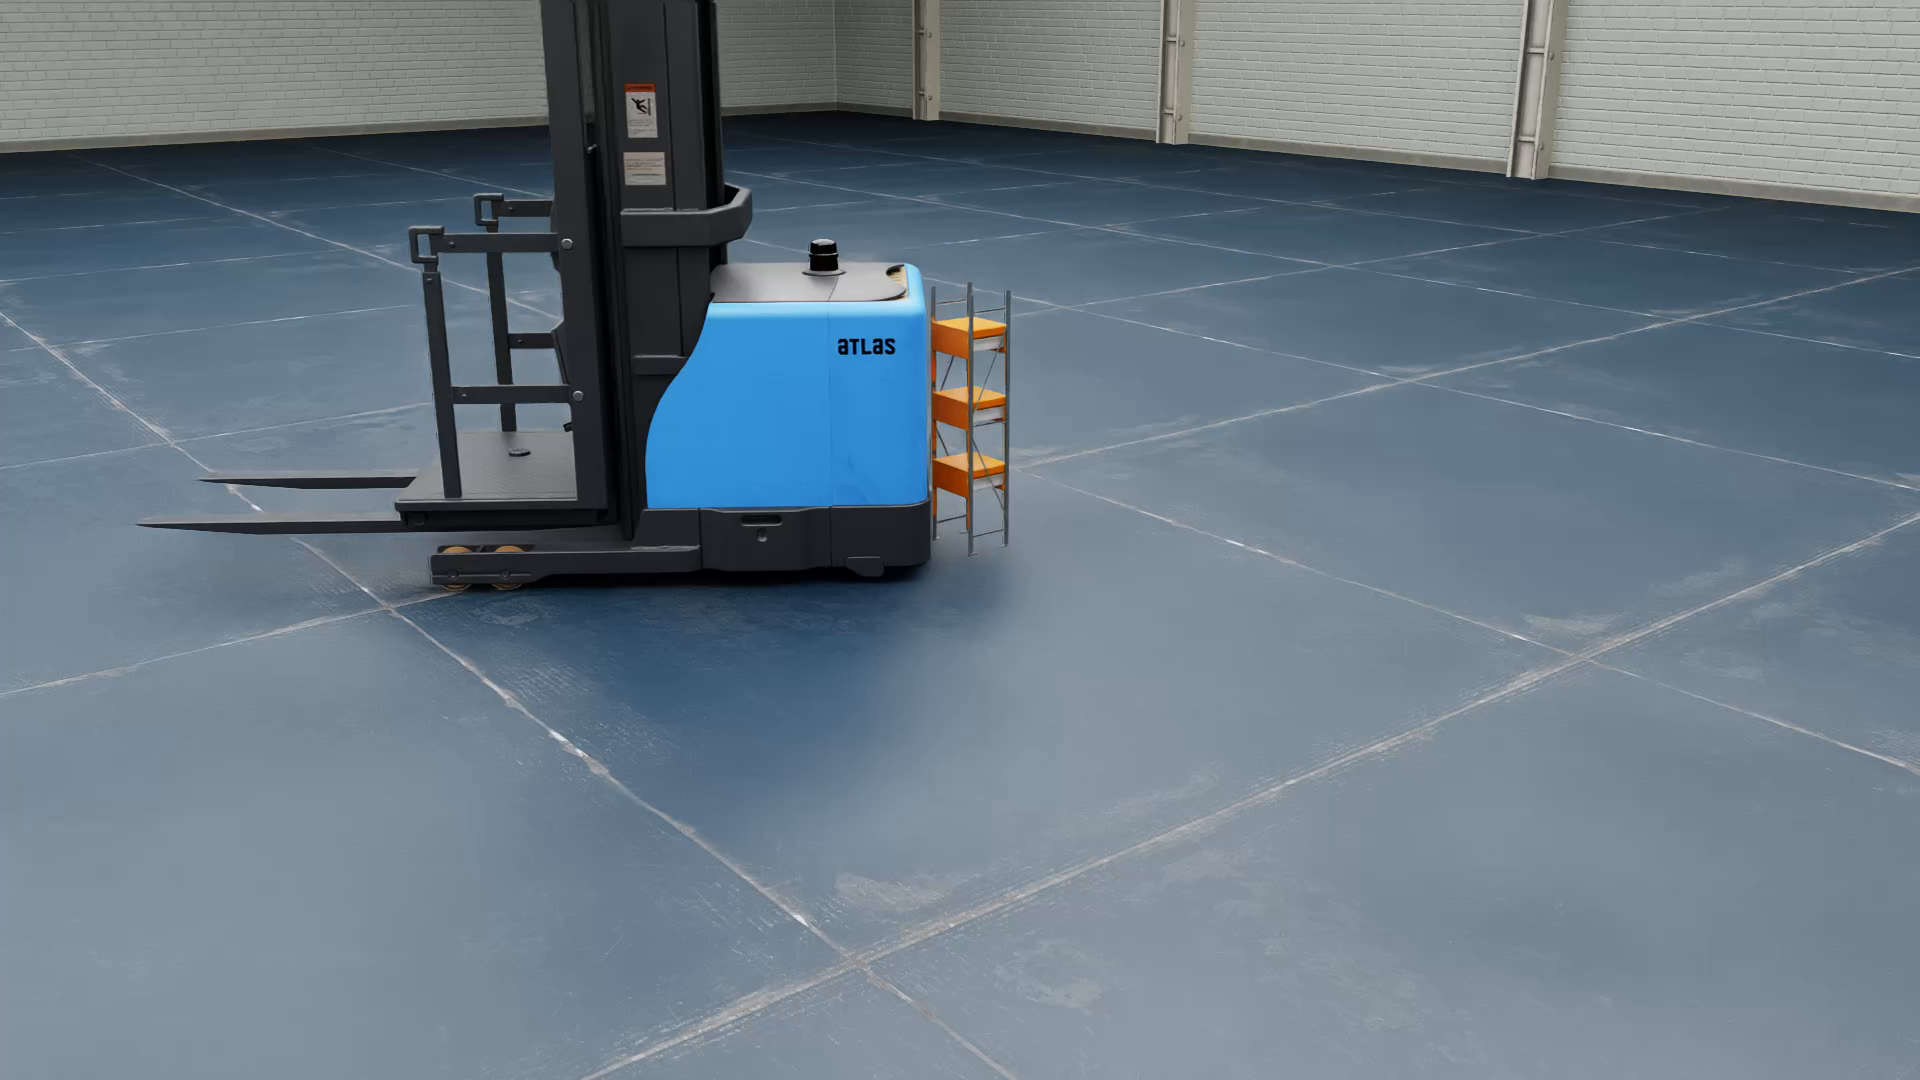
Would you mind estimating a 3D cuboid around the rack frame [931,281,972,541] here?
[{"bbox_3d":[-0.032,-0.516,6.750,0.200,1.050,0.008,-14,23,-35],"label":"rack frame"}]

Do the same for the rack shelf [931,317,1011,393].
[{"bbox_3d":[0.042,-0.745,6.572,0.215,0.259,0.240,-14,23,-35],"label":"rack shelf"}]

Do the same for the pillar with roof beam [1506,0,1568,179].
[{"bbox_3d":[3.491,-7.820,16.162,9.100,9.000,0.400,-14,23,-36],"label":"pillar with roof beam"}]

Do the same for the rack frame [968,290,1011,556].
[{"bbox_3d":[0.116,-0.455,6.566,0.200,1.050,0.008,-14,23,-35],"label":"rack frame"}]

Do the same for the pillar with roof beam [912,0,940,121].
[{"bbox_3d":[-3.960,-10.777,25.092,9.100,9.000,0.400,-14,23,-36],"label":"pillar with roof beam"}]

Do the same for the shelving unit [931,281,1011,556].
[{"bbox_3d":[0.042,-0.485,6.658,0.215,1.050,0.252,-14,23,-35],"label":"shelving unit"}]

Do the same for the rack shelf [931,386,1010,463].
[{"bbox_3d":[0.042,-0.475,6.661,0.215,0.259,0.240,-14,23,-35],"label":"rack shelf"}]

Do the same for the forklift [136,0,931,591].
[{"bbox_3d":[-1.645,-1.368,6.331,3.031,2.935,1.130,-1,18,-2],"label":"forklift"}]

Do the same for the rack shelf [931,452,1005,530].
[{"bbox_3d":[0.042,-0.211,6.748,0.215,0.259,0.240,-14,23,-35],"label":"rack shelf"}]

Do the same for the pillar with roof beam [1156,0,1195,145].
[{"bbox_3d":[-0.234,-9.298,20.627,9.100,9.000,0.400,-14,23,-36],"label":"pillar with roof beam"}]
